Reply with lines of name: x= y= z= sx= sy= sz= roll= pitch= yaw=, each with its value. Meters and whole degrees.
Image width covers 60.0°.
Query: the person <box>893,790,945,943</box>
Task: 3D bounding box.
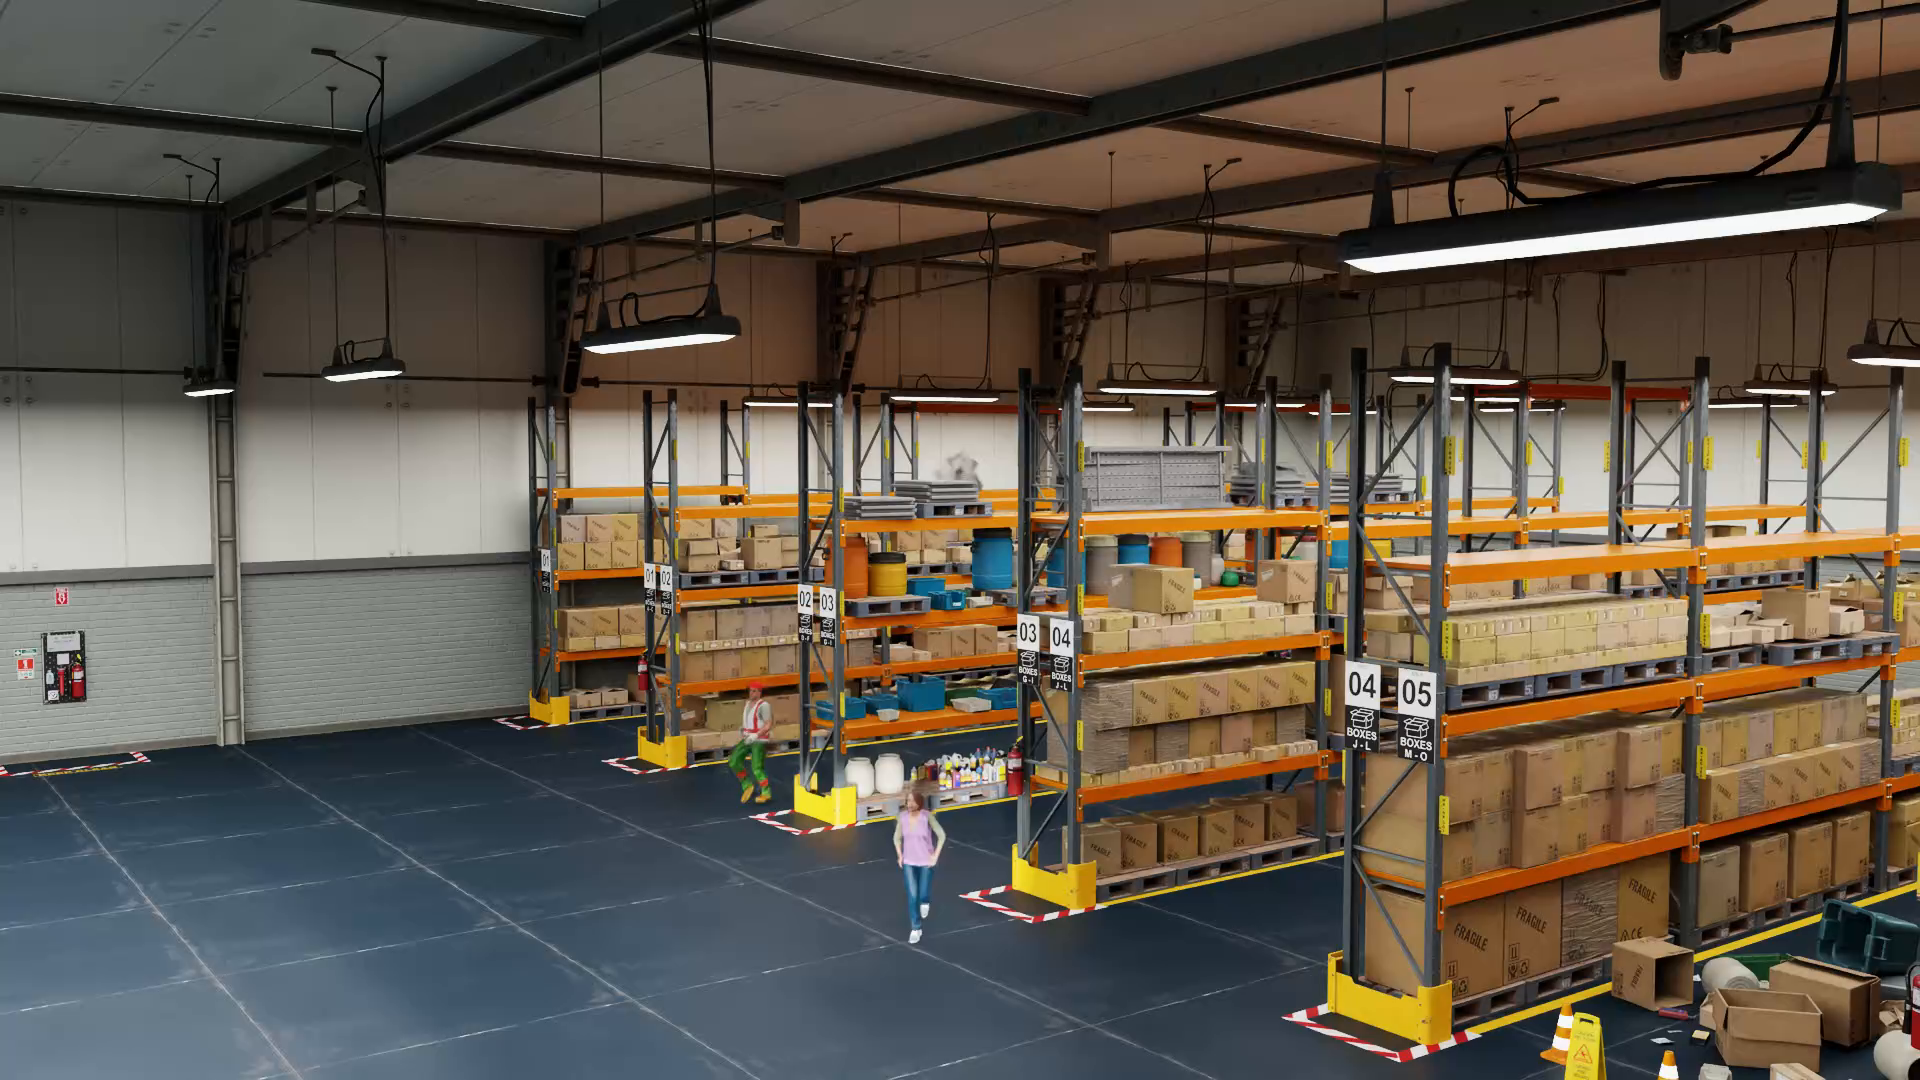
person: x=-0.420 y=3.367 z=17.358 sx=0.549 sy=1.583 sz=0.600 roll=1 pitch=3 yaw=11

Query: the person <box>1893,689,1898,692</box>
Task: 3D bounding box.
person: x=13.383 y=2.950 z=23.941 sx=0.552 sy=1.629 sz=0.602 roll=-2 pitch=4 yaw=-34

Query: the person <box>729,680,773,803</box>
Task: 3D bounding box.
person: x=-2.955 y=2.879 z=23.715 sx=0.674 sy=1.761 sz=0.628 roll=3 pitch=5 yaw=43
